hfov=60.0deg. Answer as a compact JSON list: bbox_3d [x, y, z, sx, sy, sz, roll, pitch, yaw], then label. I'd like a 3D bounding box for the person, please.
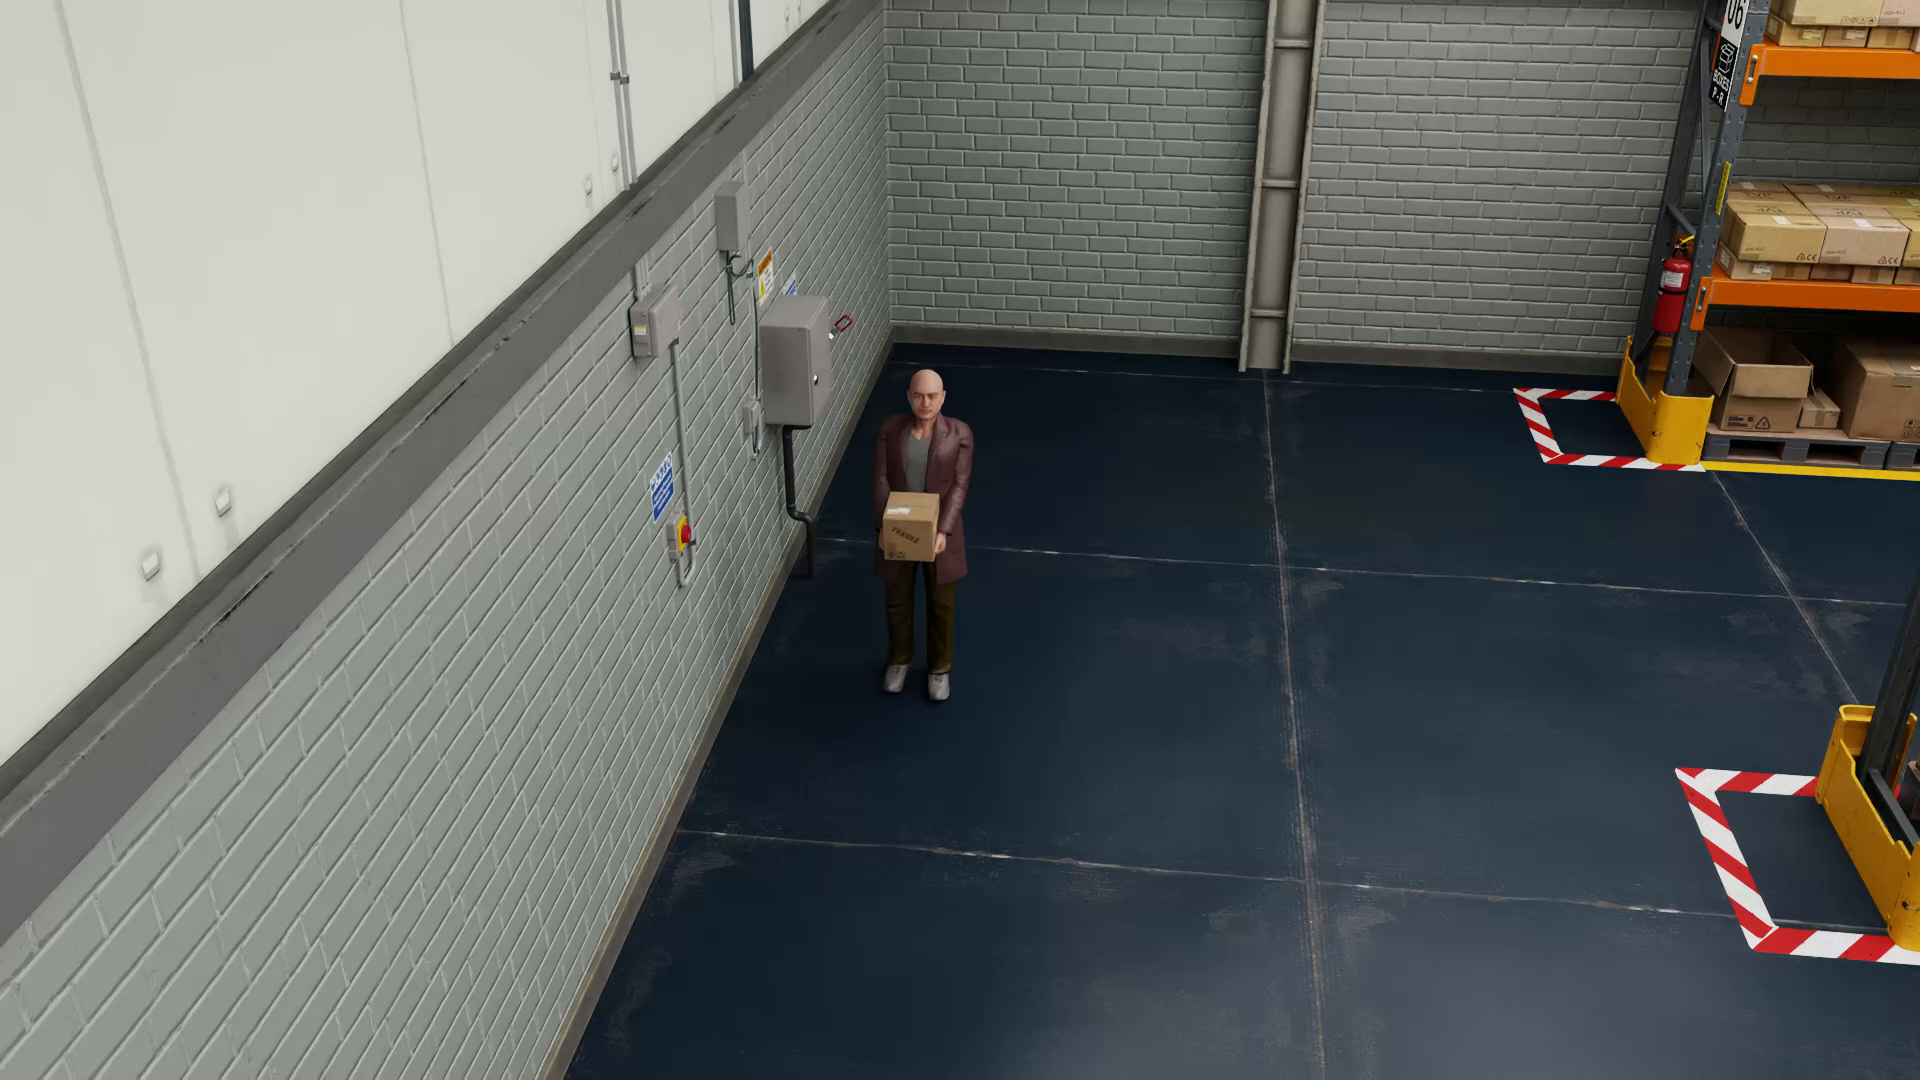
[{"bbox_3d":[-0.218,-0.009,8.635,0.698,1.778,0.580,3,28,6],"label":"person"}]
